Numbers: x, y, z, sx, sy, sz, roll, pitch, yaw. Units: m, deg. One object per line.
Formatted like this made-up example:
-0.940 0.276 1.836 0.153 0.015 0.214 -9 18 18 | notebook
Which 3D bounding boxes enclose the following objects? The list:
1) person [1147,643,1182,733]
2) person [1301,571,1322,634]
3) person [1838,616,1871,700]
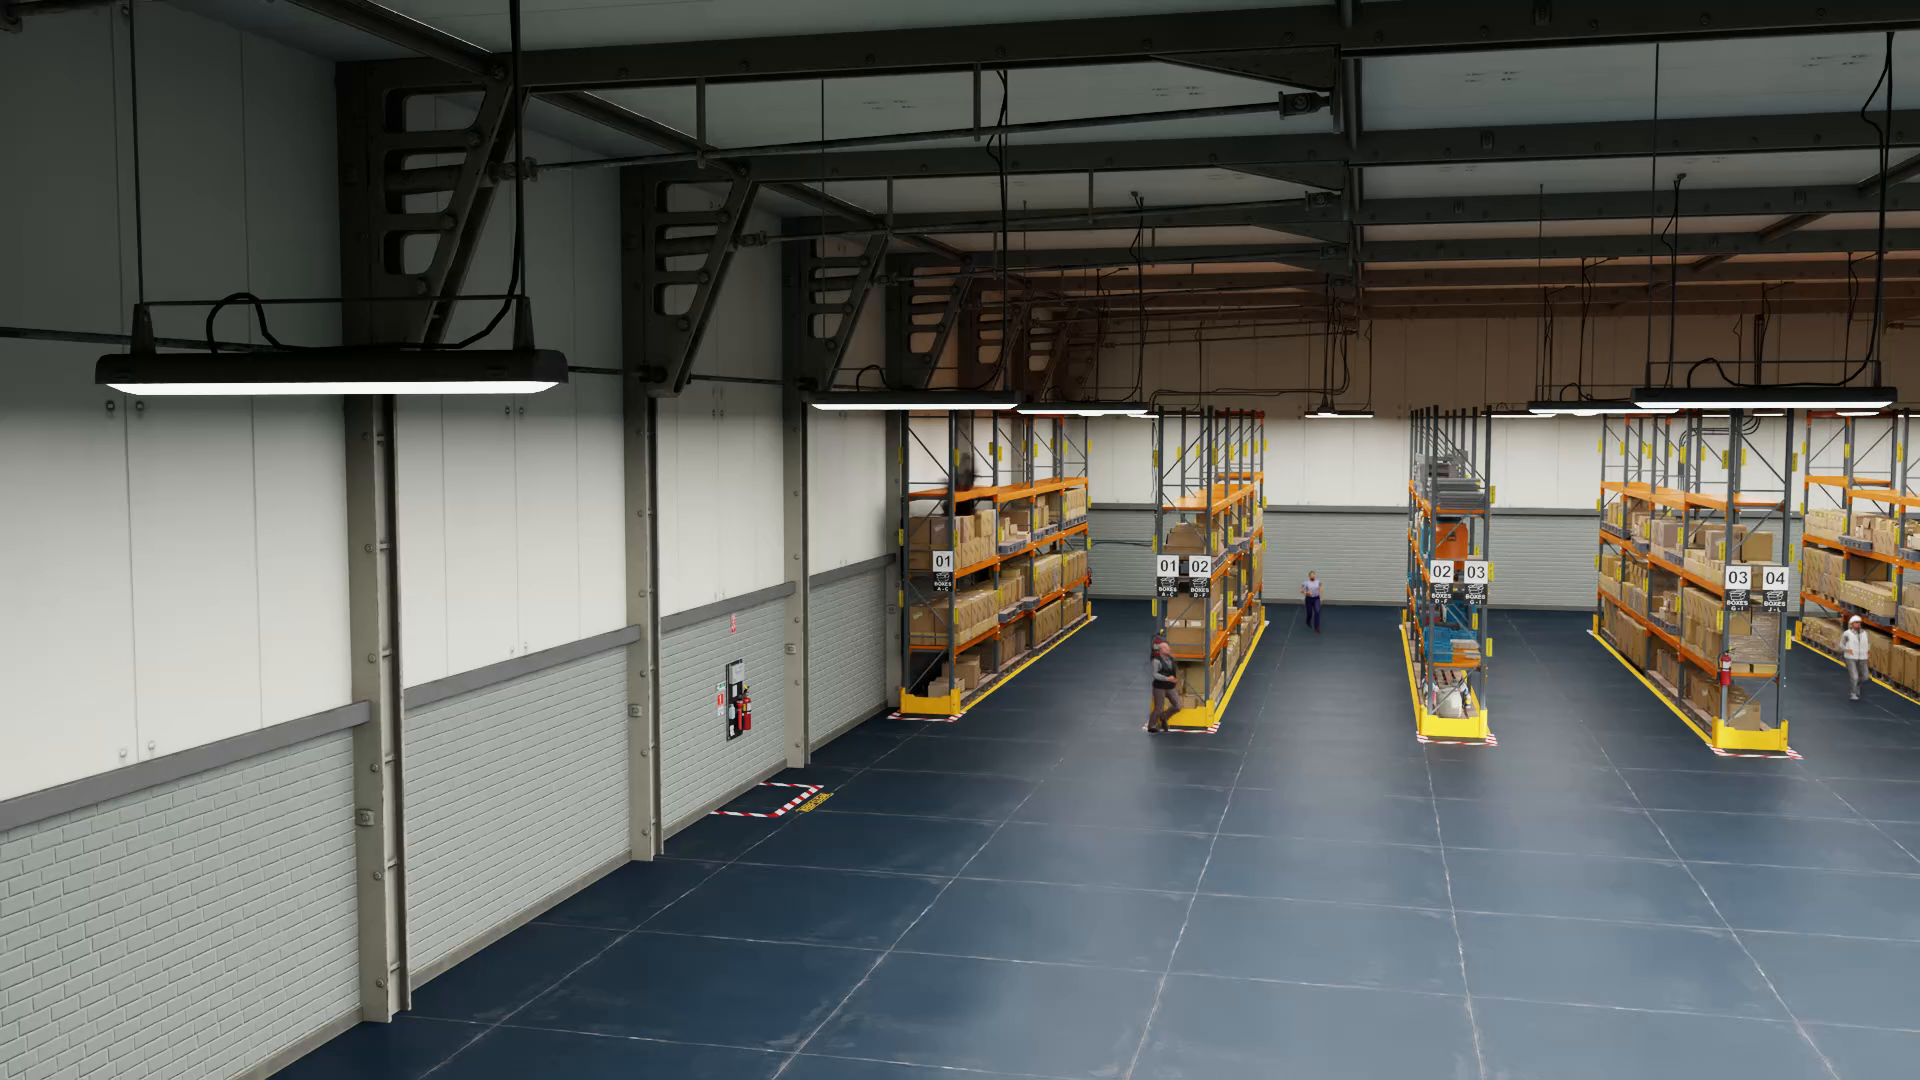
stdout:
3.713 2.678 29.999 0.675 1.667 0.775 -3 5 -33 | person
9.560 1.666 45.153 0.618 1.652 0.943 0 4 2 | person
18.356 2.417 34.059 0.655 1.722 0.603 1 4 7 | person
